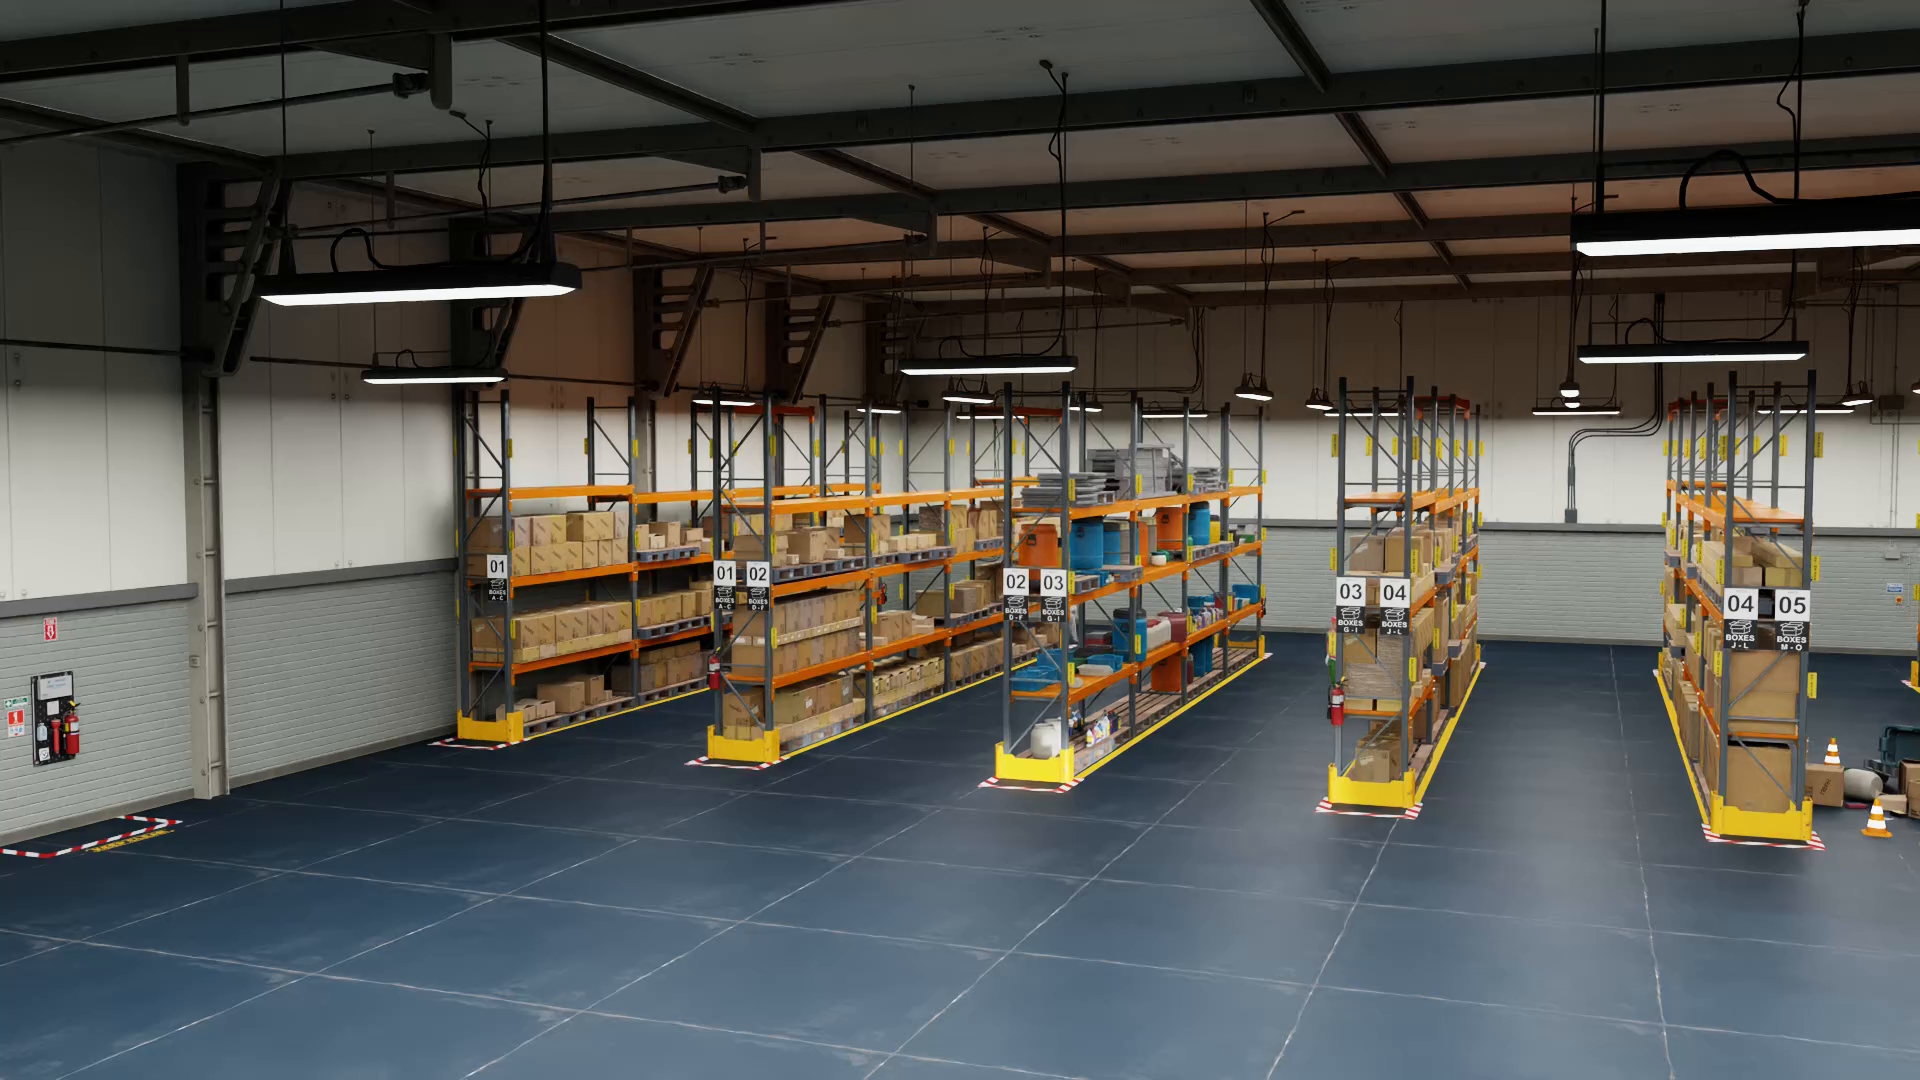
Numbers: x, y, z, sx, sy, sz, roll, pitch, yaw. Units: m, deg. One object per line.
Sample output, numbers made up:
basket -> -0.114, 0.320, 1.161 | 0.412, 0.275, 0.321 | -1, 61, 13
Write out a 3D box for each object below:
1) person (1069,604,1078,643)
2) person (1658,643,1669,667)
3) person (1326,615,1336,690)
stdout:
person -> 2.814, 1.822, 42.887 | 0.978, 1.621, 0.480 | 2, 4, 37
person -> 16.165, 2.086, 37.627 | 0.663, 1.654, 0.455 | 1, 3, 20
person -> 7.471, 2.334, 32.591 | 0.604, 1.756, 0.738 | 2, 4, 31
